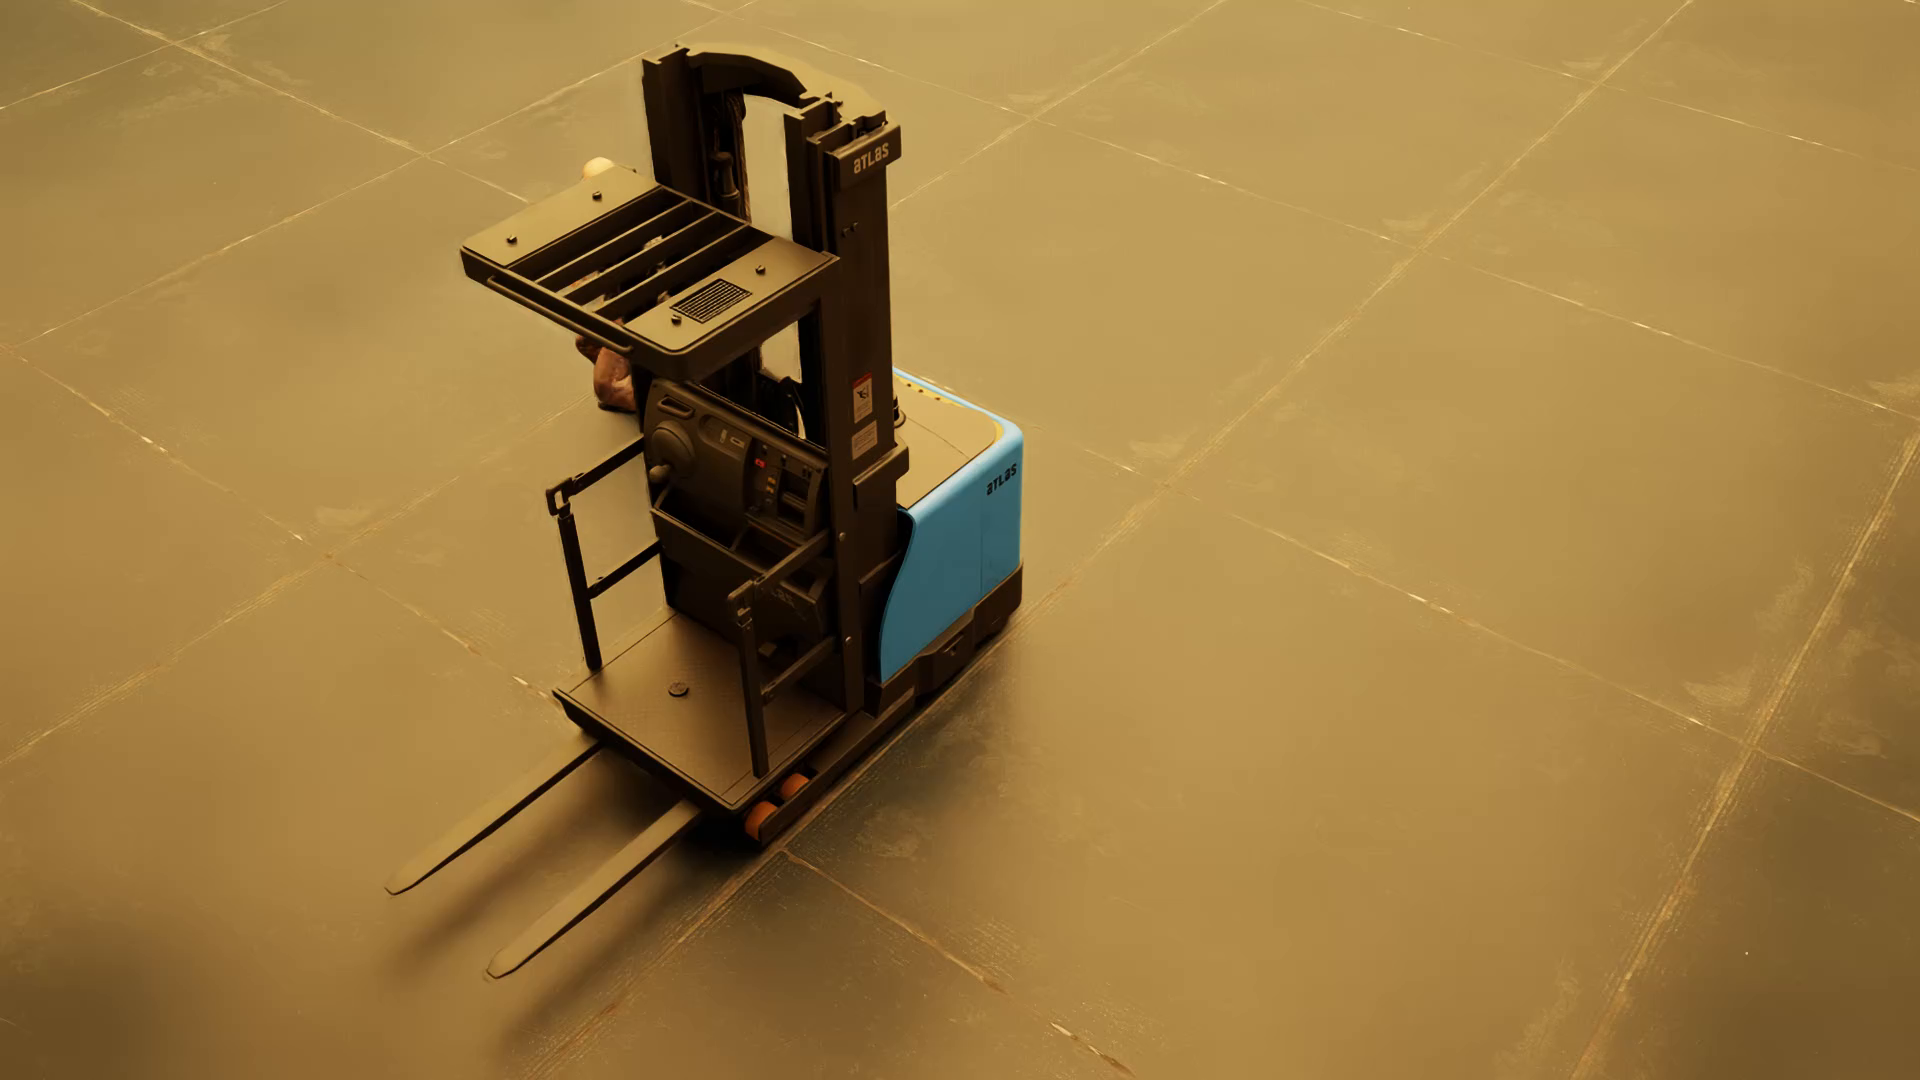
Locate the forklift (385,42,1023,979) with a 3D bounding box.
[{"bbox_3d":[-1.018,-0.237,6.352,1.130,2.935,3.031,27,47,28],"label":"forklift"}]

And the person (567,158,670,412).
[{"bbox_3d":[-1.740,-1.220,8.566,0.515,1.607,0.959,-16,43,-18],"label":"person"}]
